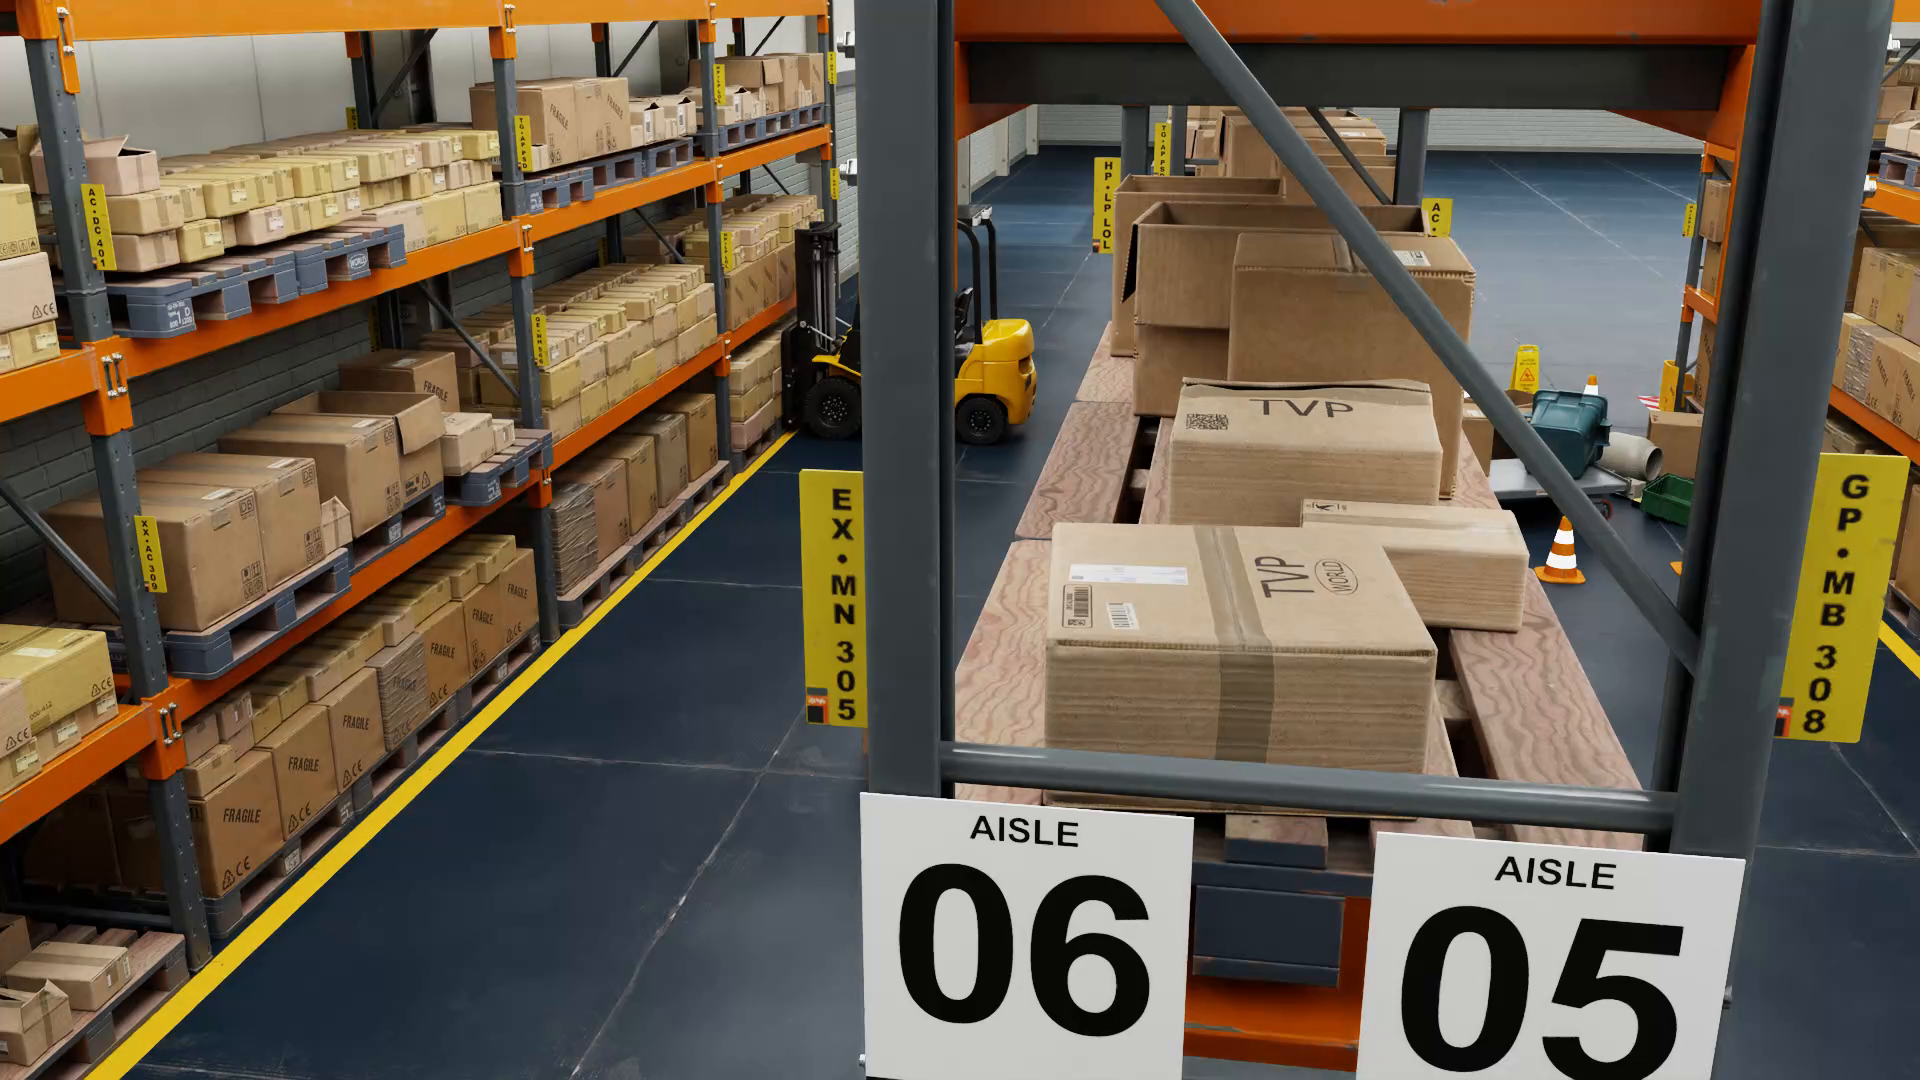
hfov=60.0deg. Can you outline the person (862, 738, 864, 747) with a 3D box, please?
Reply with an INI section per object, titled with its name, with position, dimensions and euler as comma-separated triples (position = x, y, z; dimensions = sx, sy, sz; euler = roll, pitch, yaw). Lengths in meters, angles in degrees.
[person]
position = -0.314, 0.768, 9.305
dimensions = 0.471, 0.981, 0.921
euler = 2, 18, 6
